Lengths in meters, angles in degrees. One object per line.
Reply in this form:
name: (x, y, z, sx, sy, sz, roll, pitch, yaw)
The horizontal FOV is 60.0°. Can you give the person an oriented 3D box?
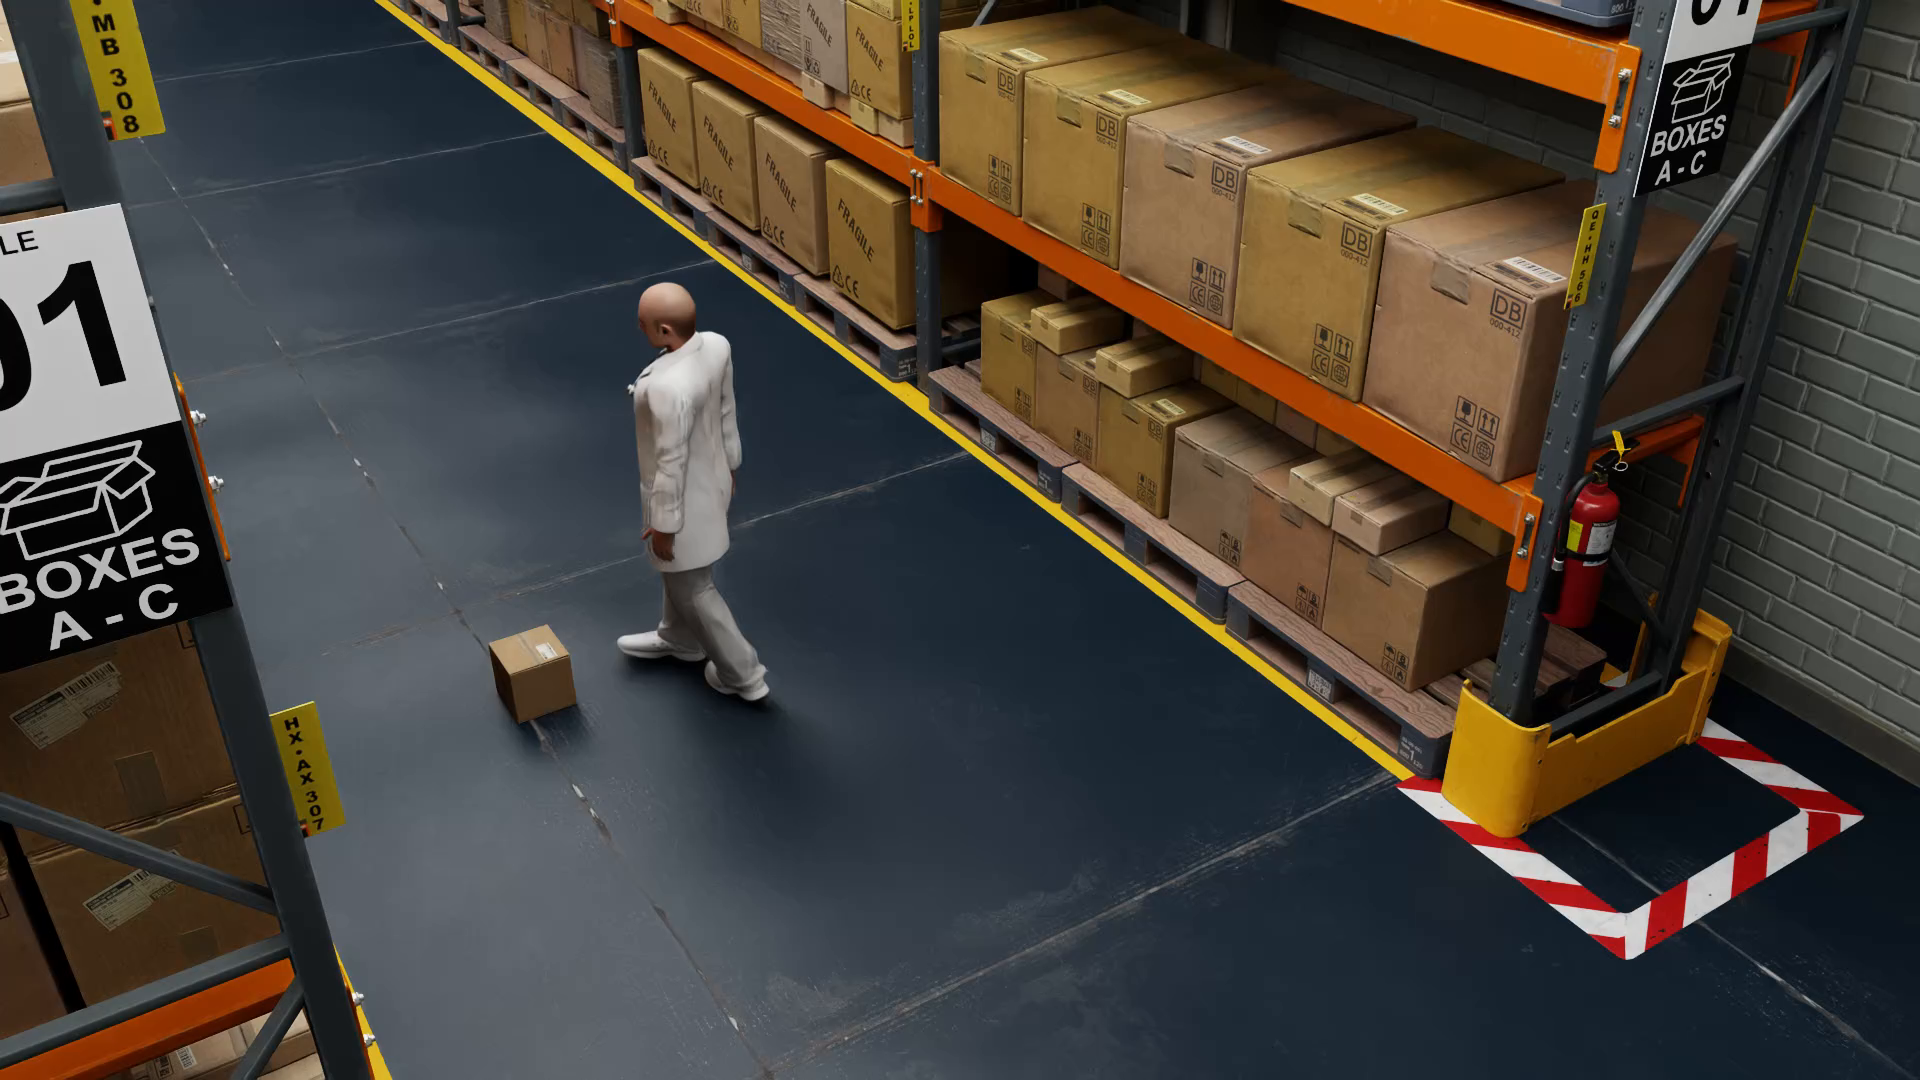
person: (-1.093, -0.179, 6.443, 0.738, 1.786, 0.621, 8, 33, 13)
